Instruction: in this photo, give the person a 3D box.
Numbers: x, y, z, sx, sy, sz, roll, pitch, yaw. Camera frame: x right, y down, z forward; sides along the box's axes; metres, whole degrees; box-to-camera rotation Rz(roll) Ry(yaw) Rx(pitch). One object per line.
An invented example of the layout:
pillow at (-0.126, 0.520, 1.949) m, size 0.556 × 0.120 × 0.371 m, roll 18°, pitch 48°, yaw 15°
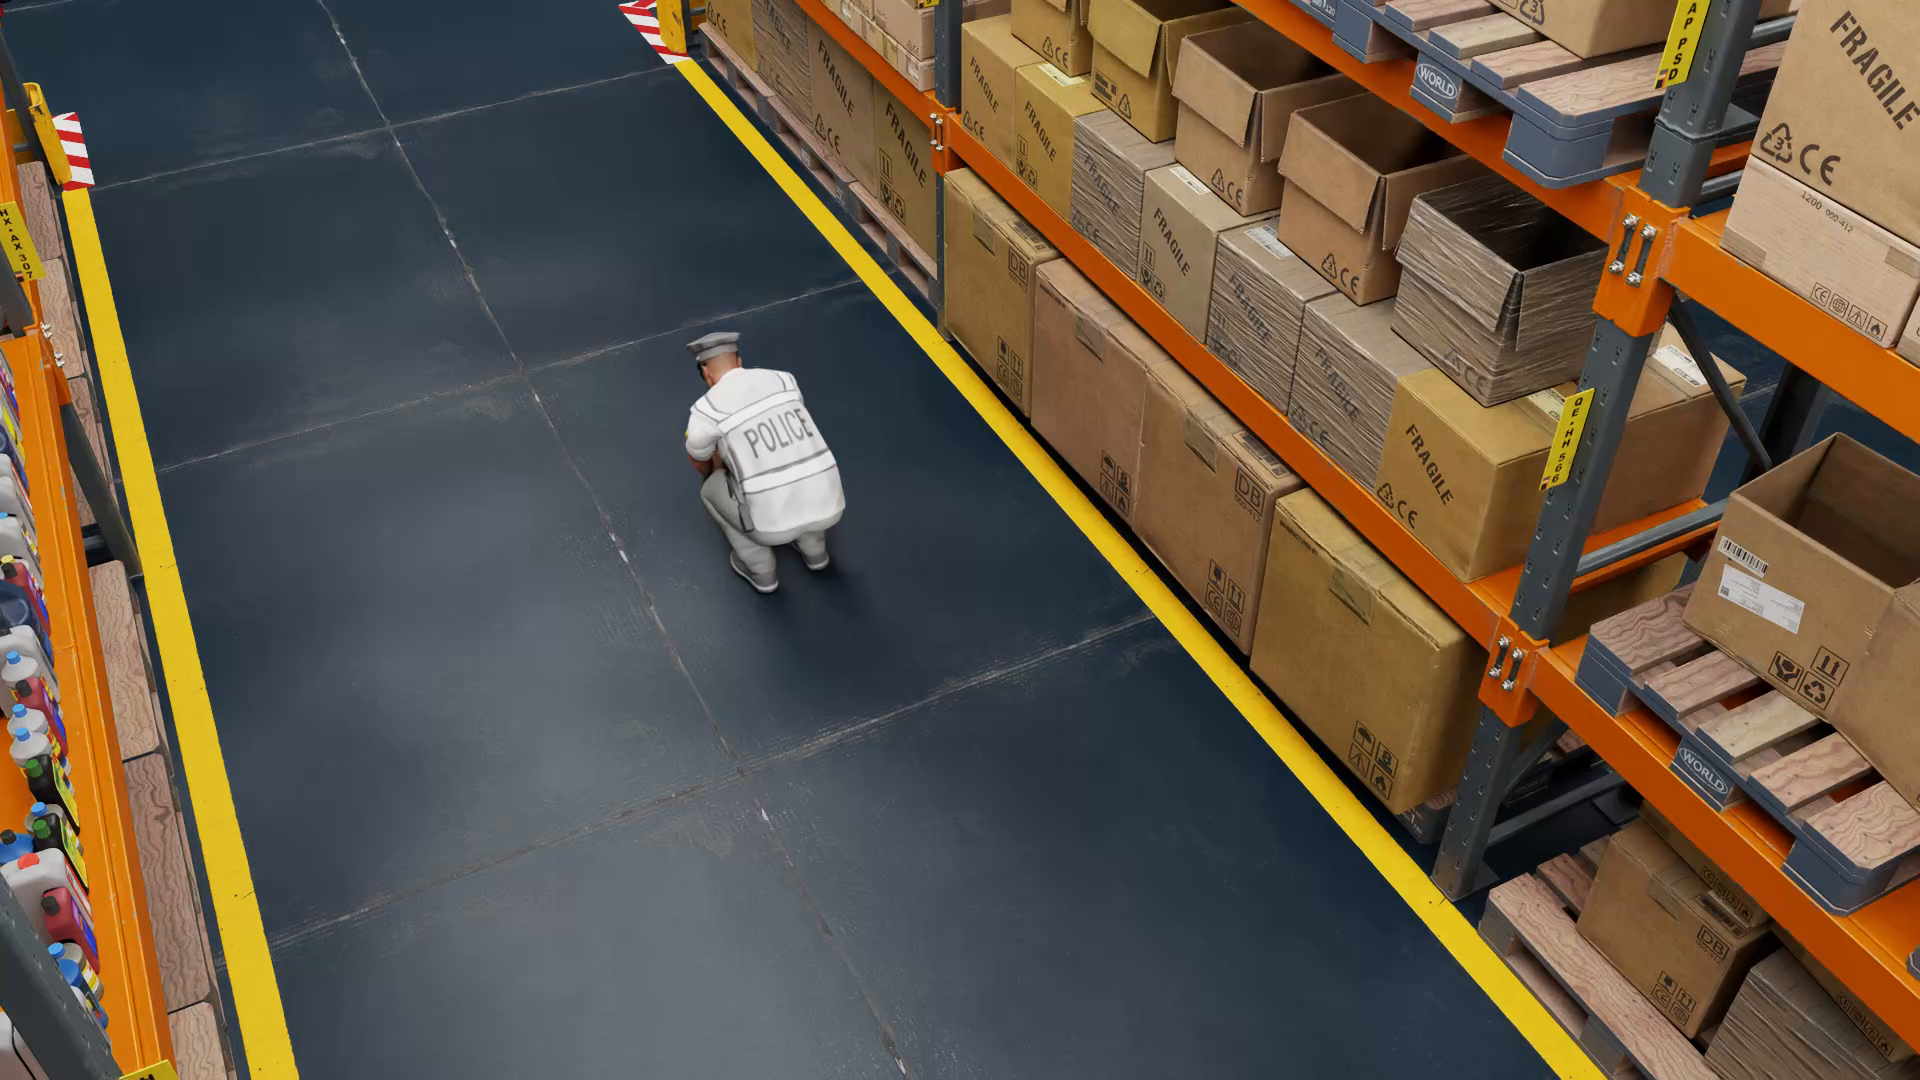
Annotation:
person at (-0.851, -0.337, 7.117) m, size 0.556 × 1.007 × 0.906 m, roll -19°, pitch 44°, yaw -20°
